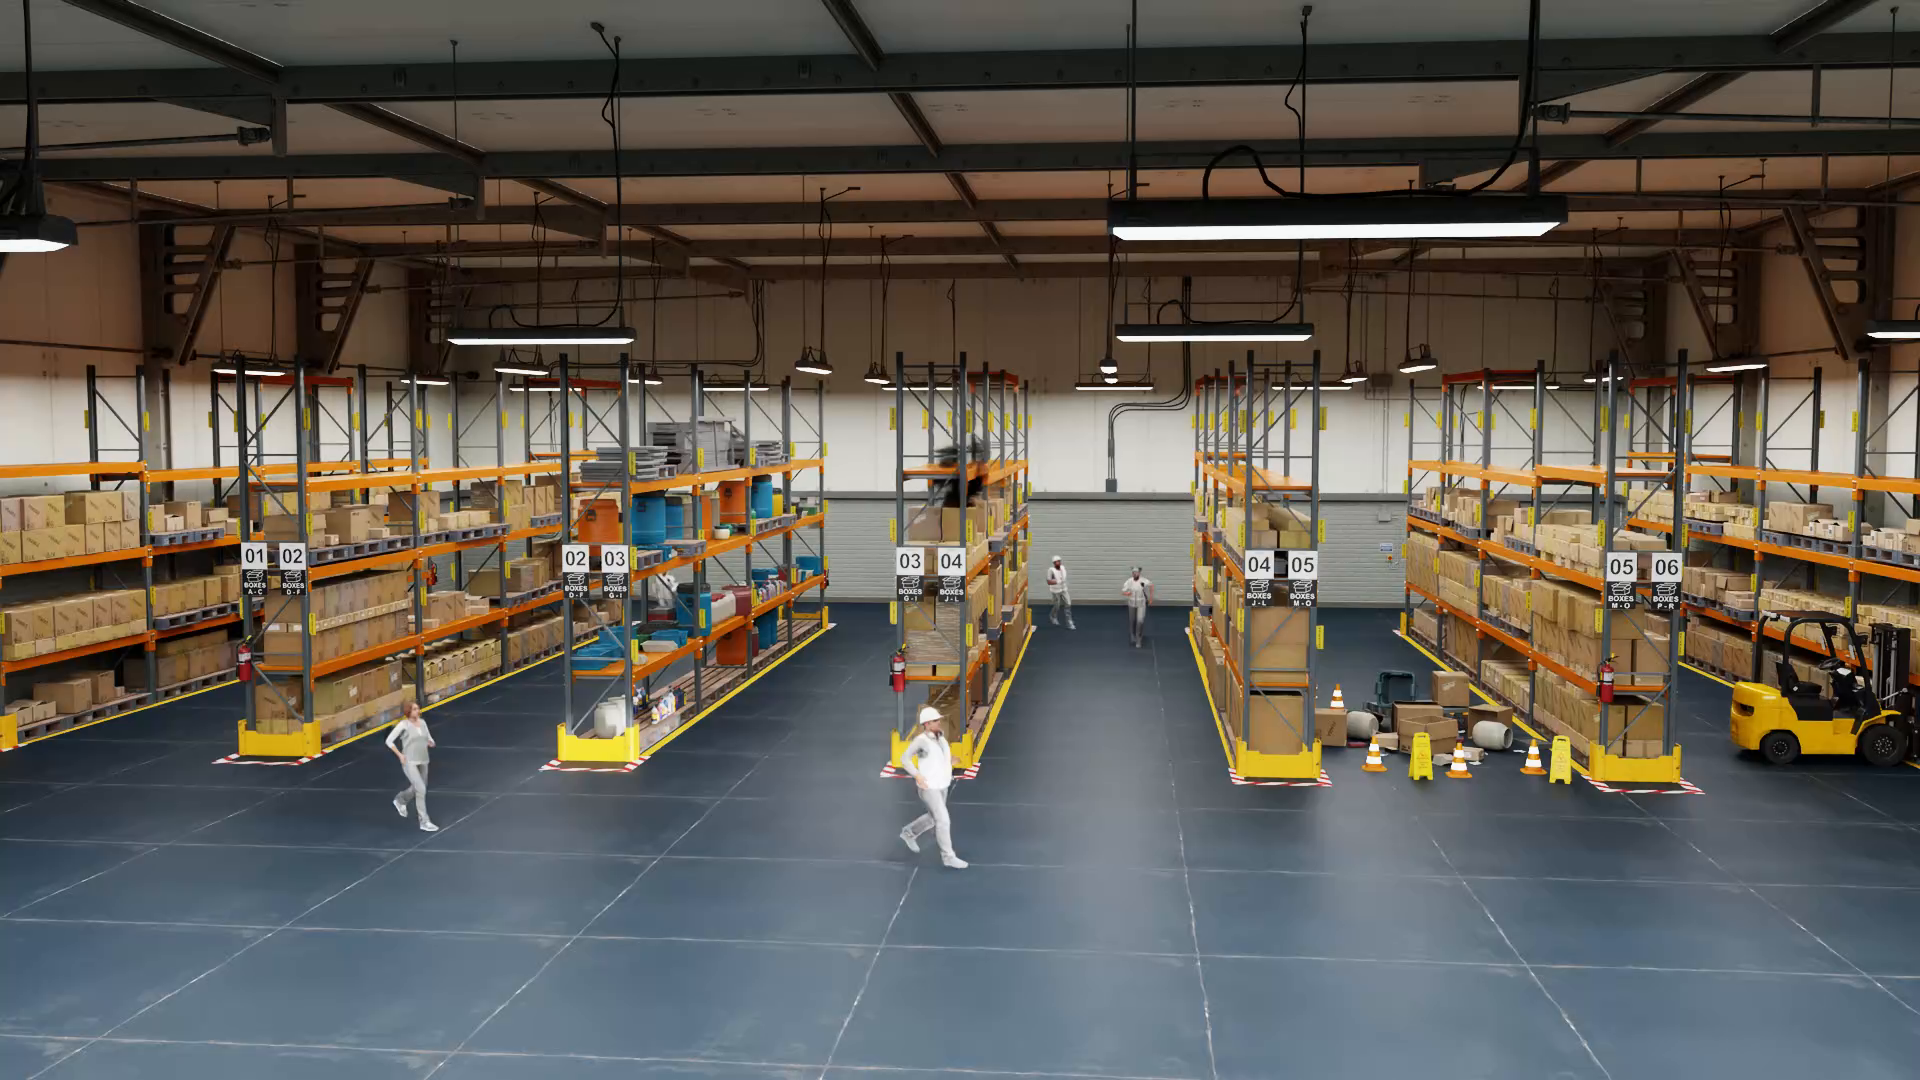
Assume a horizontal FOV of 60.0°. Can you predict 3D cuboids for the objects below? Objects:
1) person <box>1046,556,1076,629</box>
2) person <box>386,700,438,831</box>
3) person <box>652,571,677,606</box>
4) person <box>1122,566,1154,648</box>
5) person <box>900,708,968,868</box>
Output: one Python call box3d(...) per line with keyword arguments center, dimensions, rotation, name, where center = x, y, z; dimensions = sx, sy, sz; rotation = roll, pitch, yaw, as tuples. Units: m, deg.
box3d(center=(2.327, 1.273, 40.288), dimensions=(0.687, 1.814, 0.839), rotation=(-3, 5, -35), name="person")
box3d(center=(-6.720, 2.796, 20.428), dimensions=(0.857, 1.478, 0.546), rotation=(2, 5, 31), name="person")
box3d(center=(-6.964, 1.386, 39.226), dimensions=(0.630, 1.690, 0.715), rotation=(0, 4, -1), name="person")
box3d(center=(3.973, 1.469, 37.173), dimensions=(0.672, 1.813, 0.910), rotation=(1, 4, 16), name="person")
box3d(center=(-0.330, 2.767, 18.722), dimensions=(0.969, 1.749, 0.578), rotation=(2, 5, 30), name="person")
